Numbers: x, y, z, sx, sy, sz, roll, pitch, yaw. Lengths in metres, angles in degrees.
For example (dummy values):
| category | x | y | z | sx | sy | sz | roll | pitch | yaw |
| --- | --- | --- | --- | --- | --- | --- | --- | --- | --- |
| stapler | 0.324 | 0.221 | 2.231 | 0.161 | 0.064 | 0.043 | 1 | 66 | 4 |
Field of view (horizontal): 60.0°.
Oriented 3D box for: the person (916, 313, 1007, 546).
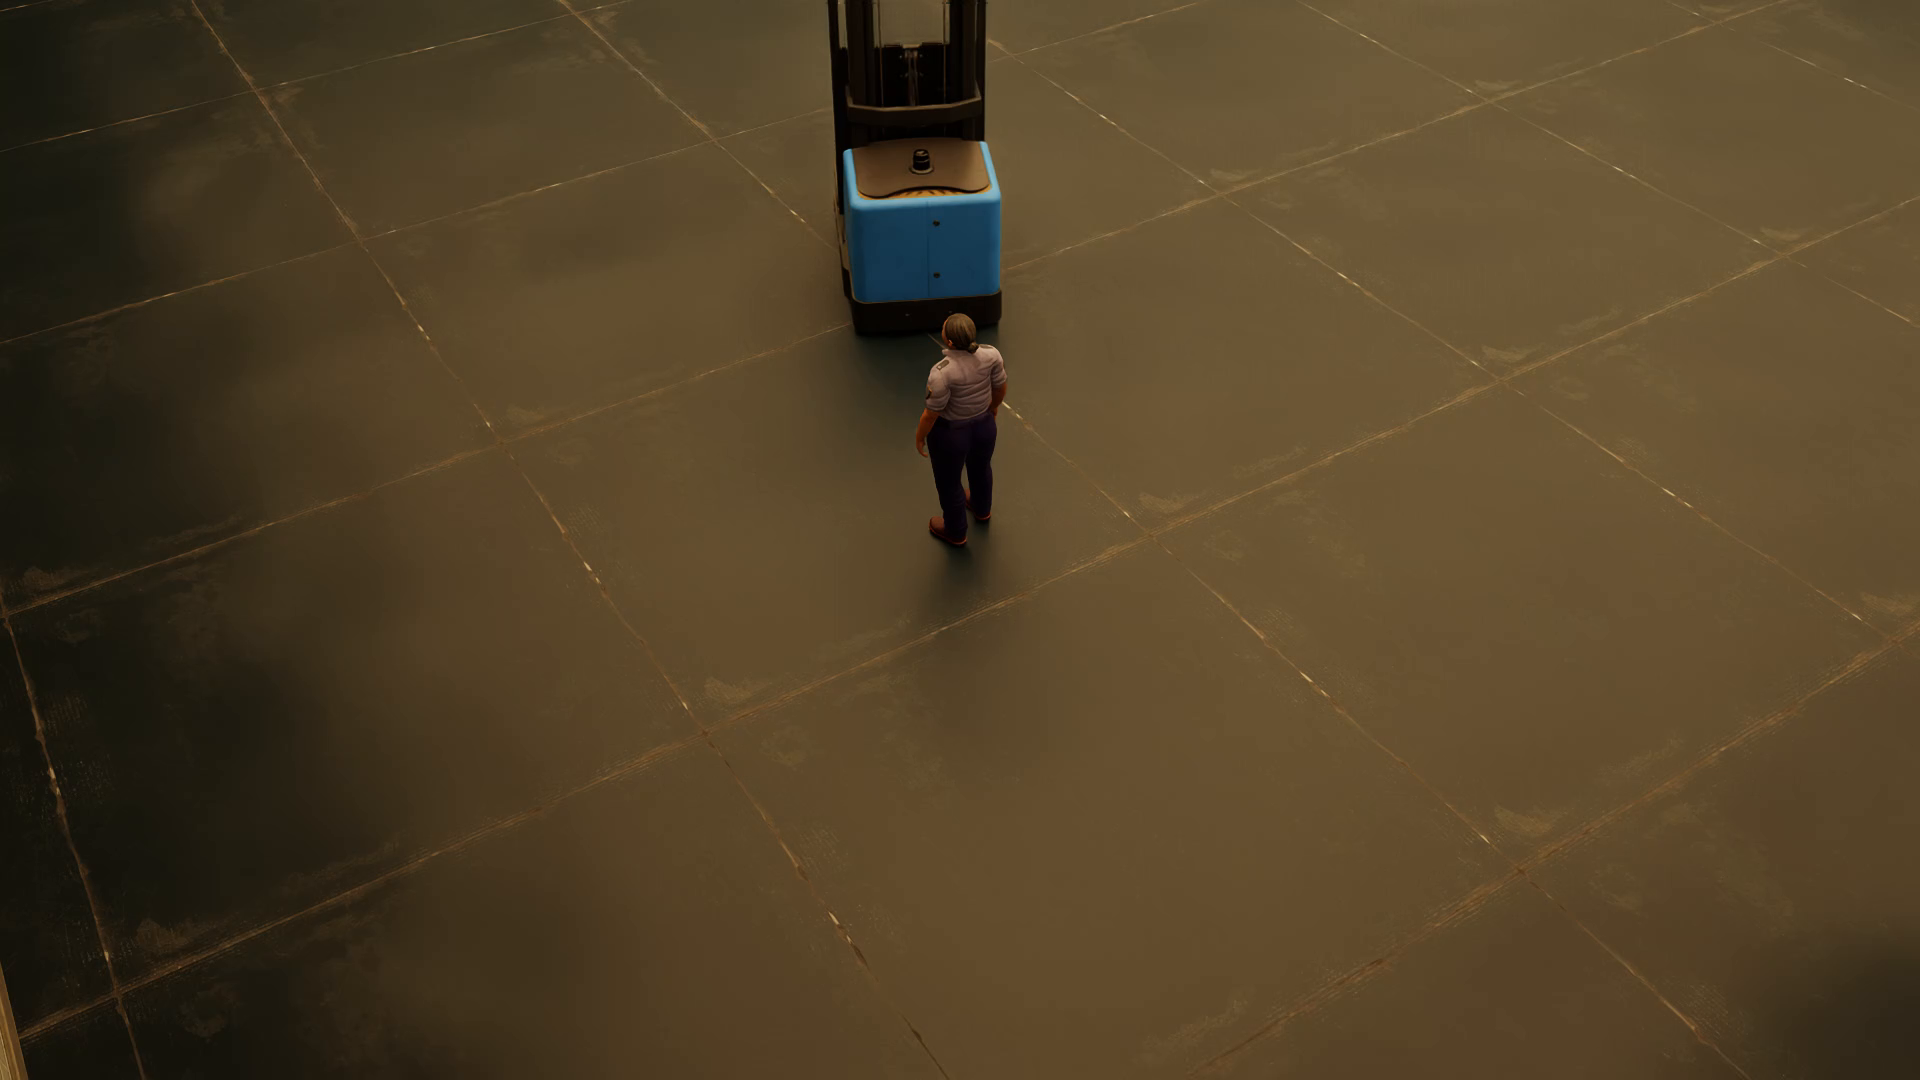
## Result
| category | x | y | z | sx | sy | sz | roll | pitch | yaw |
| --- | --- | --- | --- | --- | --- | --- | --- | --- | --- |
| person | -0.029 | -0.683 | 9.617 | 0.599 | 1.650 | 0.503 | -23 | 46 | -24 |

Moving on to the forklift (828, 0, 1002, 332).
| category | x | y | z | sx | sy | sz | roll | pitch | yaw |
| --- | --- | --- | --- | --- | --- | --- | --- | --- | --- |
| forklift | -0.396 | -3.528 | 11.908 | 1.130 | 2.935 | 3.031 | -5 | 41 | -5 |
